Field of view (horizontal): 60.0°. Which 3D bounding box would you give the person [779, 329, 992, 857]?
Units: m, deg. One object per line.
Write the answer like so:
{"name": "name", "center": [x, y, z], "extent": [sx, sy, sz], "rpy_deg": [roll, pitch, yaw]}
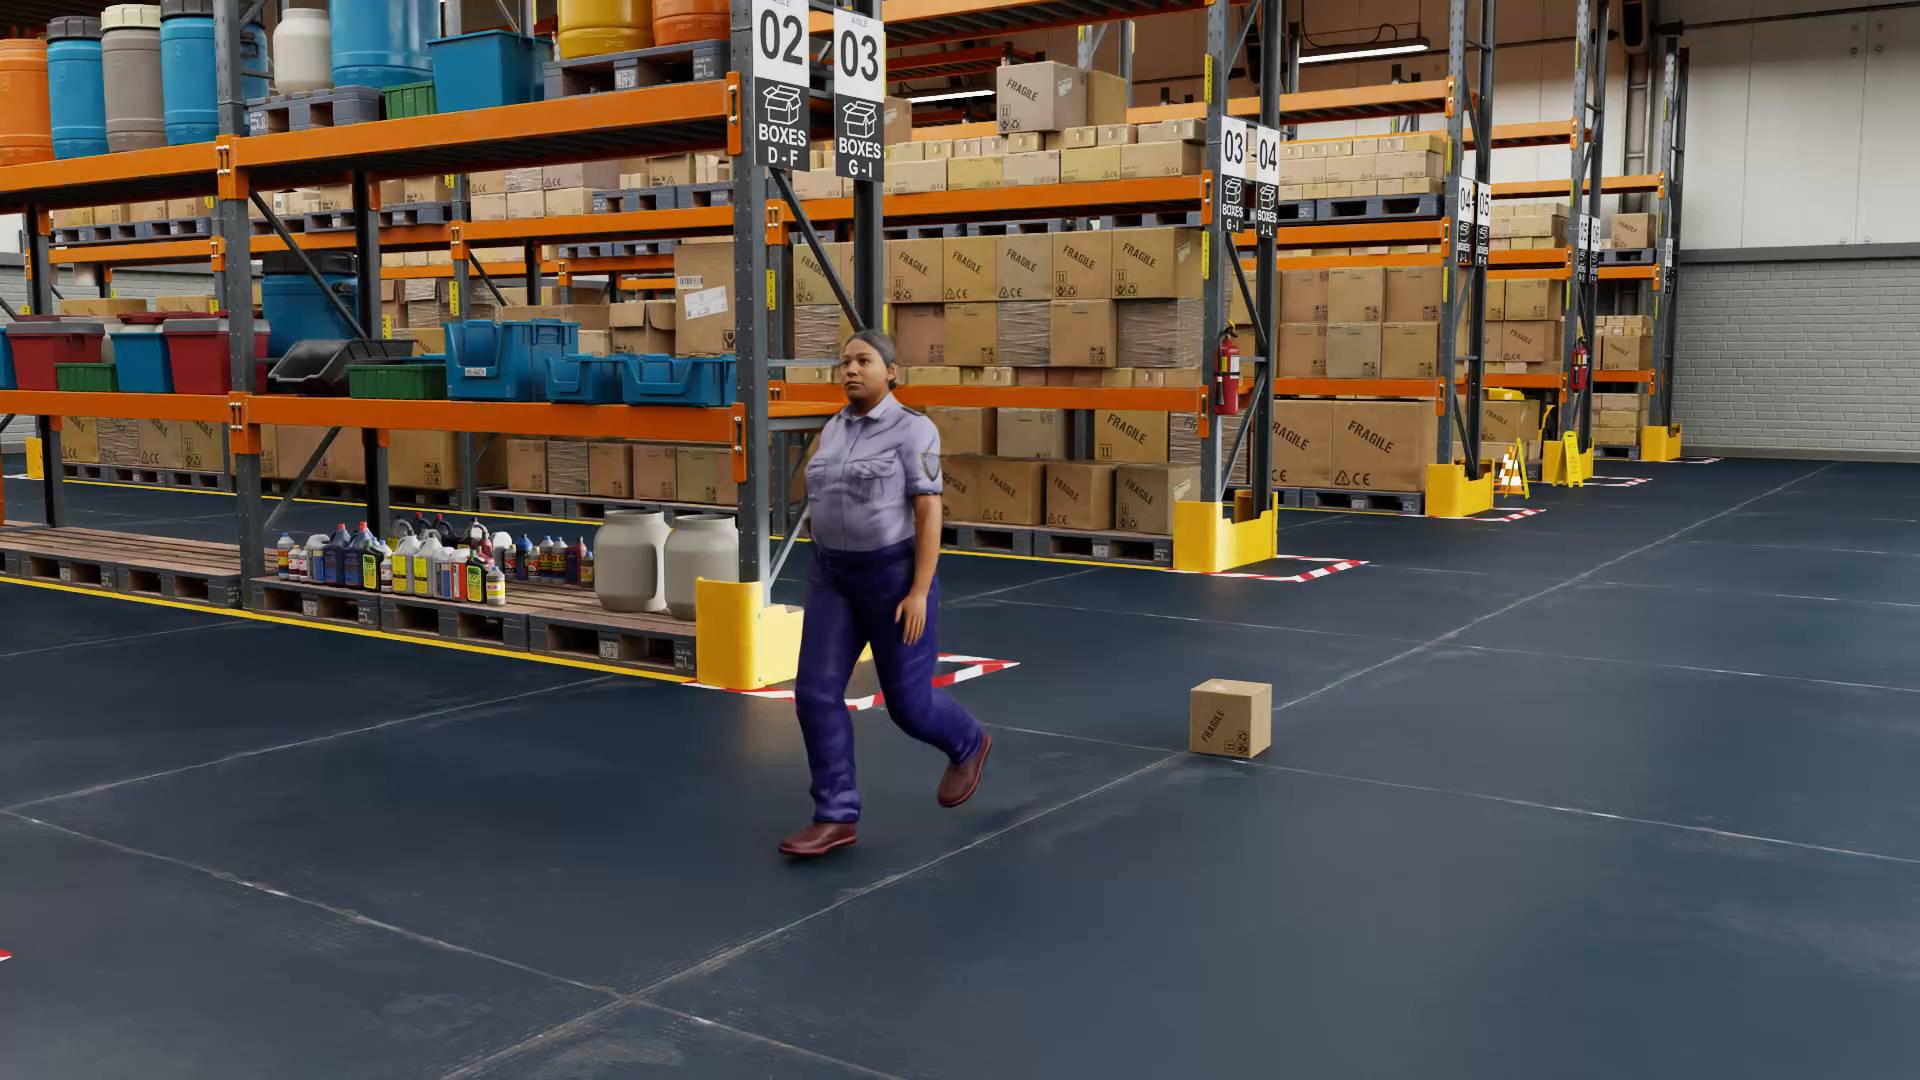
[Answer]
{"name": "person", "center": [-0.238, 0.141, 5.260], "extent": [0.492, 1.605, 0.837], "rpy_deg": [4, 8, 35]}
